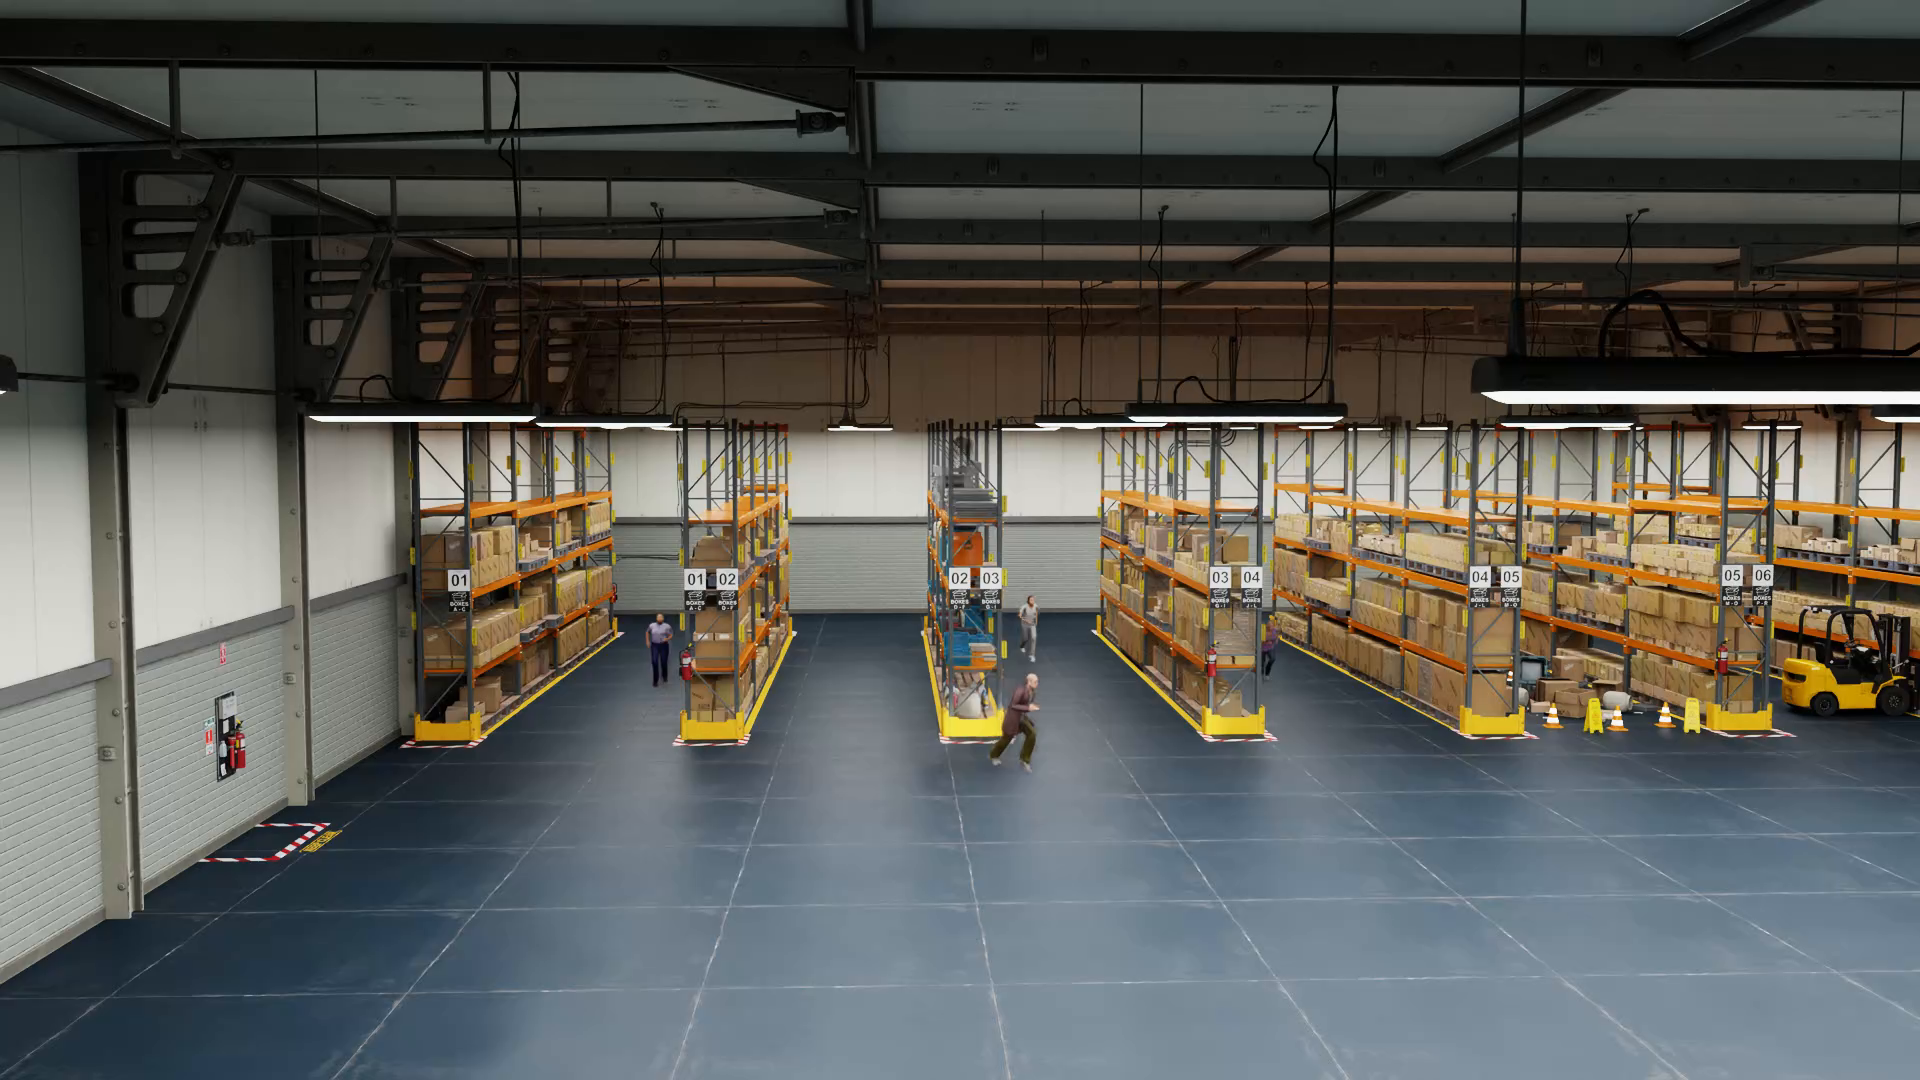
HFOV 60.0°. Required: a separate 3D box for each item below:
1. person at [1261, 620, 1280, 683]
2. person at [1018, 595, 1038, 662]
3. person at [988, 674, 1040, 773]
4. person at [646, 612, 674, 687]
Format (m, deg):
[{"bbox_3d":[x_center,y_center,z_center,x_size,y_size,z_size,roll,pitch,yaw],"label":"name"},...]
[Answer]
[{"bbox_3d":[7.069,2.545,38.164,0.575,1.464,0.890,-1,4,-10],"label":"person"},{"bbox_3d":[1.720,2.208,42.155,0.568,1.656,1.094,-1,4,-15],"label":"person"},{"bbox_3d":[0.952,3.101,28.269,1.039,1.726,0.750,3,4,35],"label":"person"},{"bbox_3d":[-6.822,2.500,37.817,0.614,1.715,0.718,-1,4,-9],"label":"person"}]
